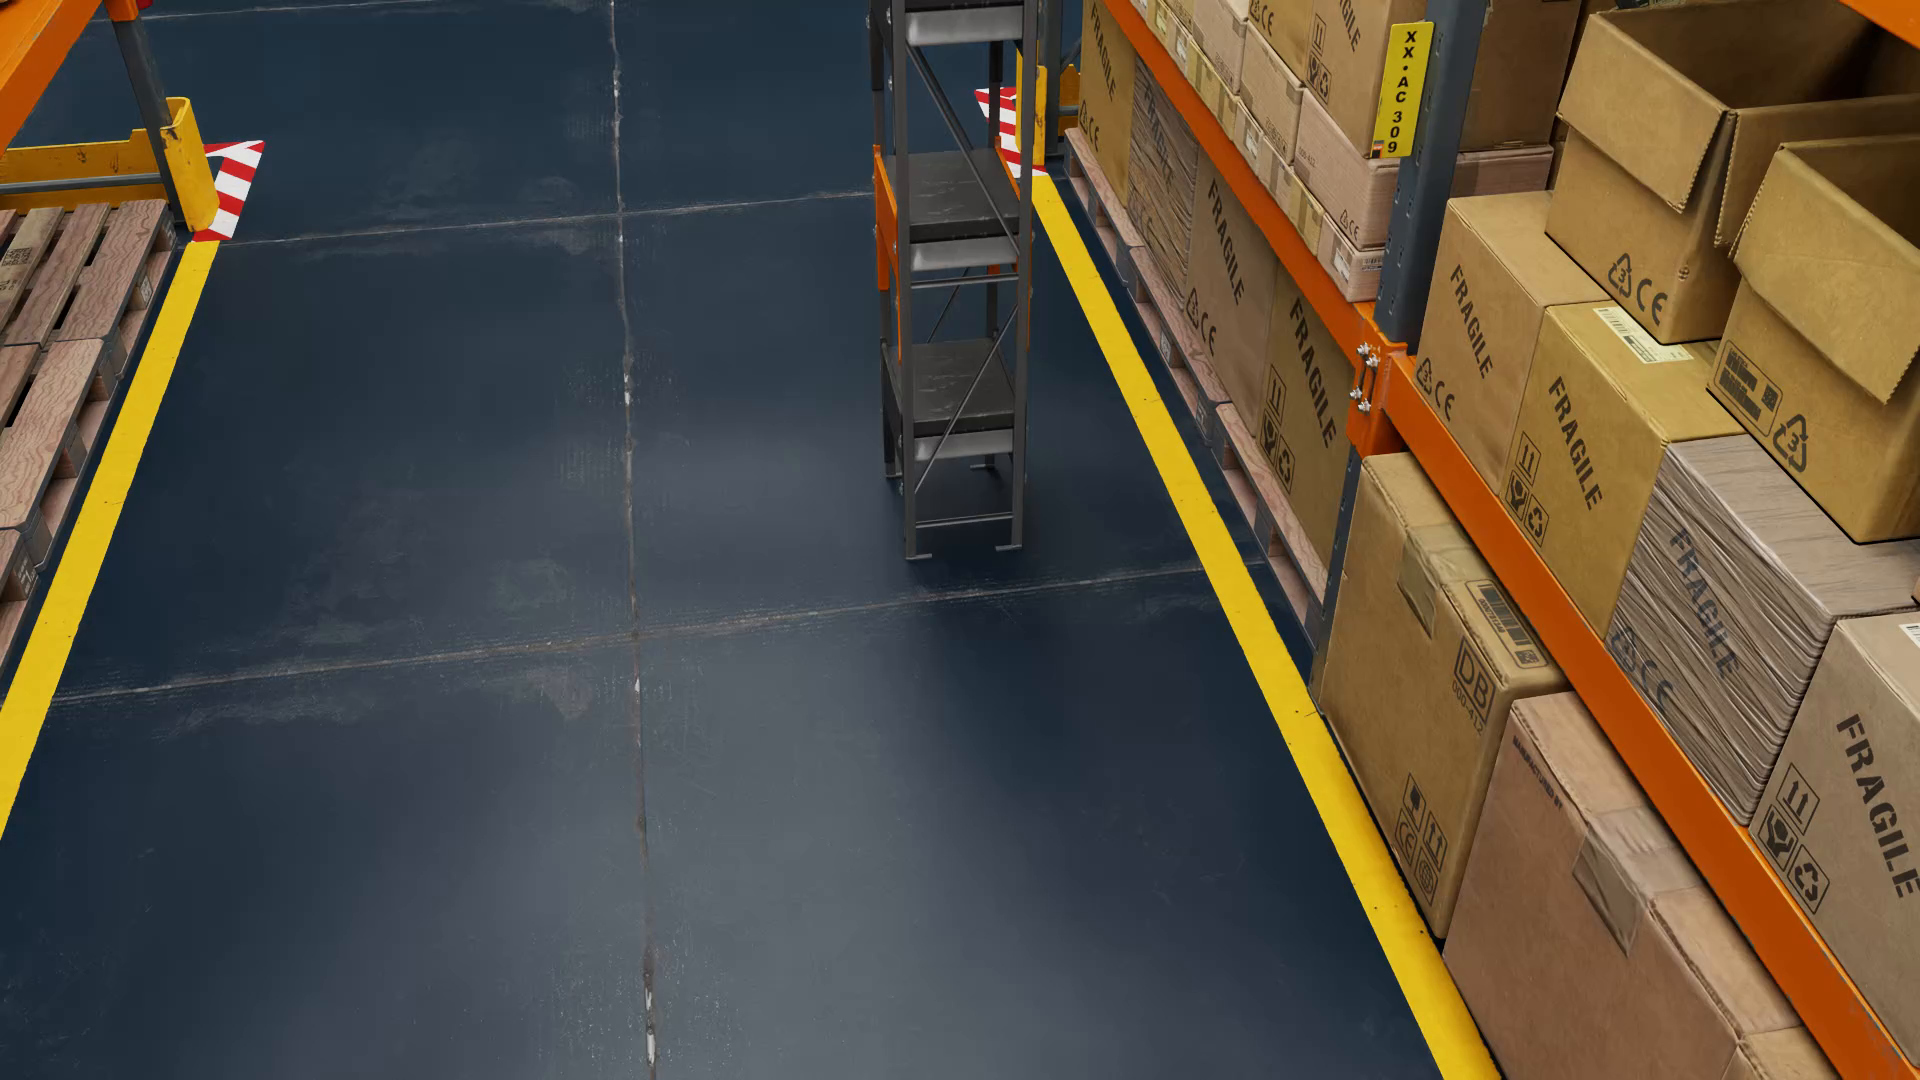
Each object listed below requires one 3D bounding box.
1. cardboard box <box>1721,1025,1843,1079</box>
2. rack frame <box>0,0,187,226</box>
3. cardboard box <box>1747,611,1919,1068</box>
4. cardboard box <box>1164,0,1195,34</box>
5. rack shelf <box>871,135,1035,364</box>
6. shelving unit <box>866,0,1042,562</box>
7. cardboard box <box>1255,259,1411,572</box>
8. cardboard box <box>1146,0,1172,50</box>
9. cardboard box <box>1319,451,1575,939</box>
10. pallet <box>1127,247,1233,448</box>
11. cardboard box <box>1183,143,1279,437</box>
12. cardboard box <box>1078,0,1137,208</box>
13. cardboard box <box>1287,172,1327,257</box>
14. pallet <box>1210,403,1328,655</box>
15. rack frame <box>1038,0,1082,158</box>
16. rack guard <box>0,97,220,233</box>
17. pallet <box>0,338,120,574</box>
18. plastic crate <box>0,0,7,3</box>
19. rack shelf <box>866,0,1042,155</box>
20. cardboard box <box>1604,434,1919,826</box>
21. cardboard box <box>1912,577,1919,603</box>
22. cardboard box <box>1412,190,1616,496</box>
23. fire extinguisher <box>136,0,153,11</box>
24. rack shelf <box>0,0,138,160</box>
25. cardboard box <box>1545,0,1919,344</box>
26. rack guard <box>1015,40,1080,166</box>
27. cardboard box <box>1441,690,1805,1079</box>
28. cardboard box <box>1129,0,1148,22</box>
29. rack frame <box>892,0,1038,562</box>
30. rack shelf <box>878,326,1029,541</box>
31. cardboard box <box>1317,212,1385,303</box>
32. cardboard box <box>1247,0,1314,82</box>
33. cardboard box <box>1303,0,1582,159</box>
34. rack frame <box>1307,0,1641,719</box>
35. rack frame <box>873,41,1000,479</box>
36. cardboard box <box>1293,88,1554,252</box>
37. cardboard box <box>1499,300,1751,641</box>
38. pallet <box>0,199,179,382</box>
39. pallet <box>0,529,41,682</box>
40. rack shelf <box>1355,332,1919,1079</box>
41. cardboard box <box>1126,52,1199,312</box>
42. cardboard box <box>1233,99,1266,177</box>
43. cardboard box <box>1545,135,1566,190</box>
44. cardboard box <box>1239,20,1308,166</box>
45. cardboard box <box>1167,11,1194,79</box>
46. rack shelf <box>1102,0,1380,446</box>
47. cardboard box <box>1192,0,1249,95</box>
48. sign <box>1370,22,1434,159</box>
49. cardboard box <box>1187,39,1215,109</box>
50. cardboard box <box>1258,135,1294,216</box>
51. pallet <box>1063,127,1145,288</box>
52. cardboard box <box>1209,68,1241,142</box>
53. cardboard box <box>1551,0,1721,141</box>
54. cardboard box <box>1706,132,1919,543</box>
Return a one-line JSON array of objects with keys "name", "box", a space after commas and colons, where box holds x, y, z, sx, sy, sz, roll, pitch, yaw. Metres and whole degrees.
[{"name": "cardboard box", "box": [2.029, 1.397, 2.896, 1.225, 0.875, 0.875, -6, 38, -8]}, {"name": "rack frame", "box": [-4.001, -2.617, 6.673, 1.000, 3.000, 0.127, -6, 38, -8]}, {"name": "cardboard box", "box": [1.683, 0.449, 2.646, 0.500, 0.500, 0.500, -6, 38, -7]}, {"name": "cardboard box", "box": [0.972, -1.957, 5.704, 0.500, 0.250, 0.500, -7, 38, -9]}, {"name": "rack shelf", "box": [-0.029, -0.918, 5.243, 0.431, 0.518, 0.480, -6, 38, -8]}, {"name": "shelving unit", "box": [-0.029, -0.929, 5.235, 0.431, 2.100, 0.503, -6, 38, -8]}, {"name": "cardboard box", "box": [1.540, -0.468, 5.296, 0.875, 0.875, 0.875, -6, 38, -8]}, {"name": "cardboard box", "box": [0.884, -1.872, 5.919, 0.380, 0.149, 0.250, -7, 38, -9]}, {"name": "cardboard box", "box": [1.708, 0.324, 4.277, 1.225, 0.875, 0.875, -6, 38, -8]}, {"name": "pallet", "box": [1.303, -0.839, 6.657, 1.003, 0.211, 1.213, -6, 38, -8]}, {"name": "cardboard box", "box": [1.382, -1.011, 5.996, 0.875, 0.875, 0.875, -6, 38, -8]}, {"name": "cardboard box", "box": [1.066, -2.098, 7.396, 0.875, 0.875, 0.875, -6, 38, -8]}, {"name": "cardboard box", "box": [1.155, -0.939, 4.719, 0.380, 0.149, 0.250, -6, 38, -7]}, {"name": "pallet", "box": [1.520, -0.100, 5.707, 1.003, 0.211, 1.213, -6, 38, -8]}, {"name": "rack frame", "box": [0.875, -3.150, 7.359, 1.000, 3.000, 0.127, -6, 38, -8]}, {"name": "rack guard", "box": [-4.018, -1.643, 7.457, 1.175, 0.500, 0.348, -6, 38, -8]}, {"name": "pallet", "box": [-3.684, -0.278, 5.936, 1.003, 0.211, 1.213, -6, 38, -8]}, {"name": "plastic crate", "box": [-3.680, -2.063, 6.127, 0.396, 0.136, 0.243, -6, 38, -8]}, {"name": "rack shelf", "box": [-0.029, -1.471, 4.813, 0.431, 0.518, 0.480, -6, 38, -8]}, {"name": "cardboard box", "box": [1.587, 0.138, 3.046, 0.500, 0.500, 0.500, -7, 38, -9]}, {"name": "cardboard box", "box": [1.930, 0.005, 2.399, 0.797, 0.503, 0.637, -5, 38, -6]}, {"name": "cardboard box", "box": [1.411, -0.468, 3.826, 0.500, 0.500, 0.500, -6, 38, -8]}, {"name": "fire extinguisher", "box": [-3.580, -2.579, 6.992, 0.296, 0.674, 0.183, -6, 38, -8]}, {"name": "rack shelf", "box": [-3.650, -1.125, 5.339, 1.077, 0.370, 4.000, -6, 38, -8]}, {"name": "cardboard box", "box": [1.697, -0.784, 3.415, 0.797, 0.503, 0.637, -7, 38, -9]}, {"name": "rack guard", "box": [0.871, -2.177, 8.145, 1.175, 0.500, 0.348, -6, 38, -8]}, {"name": "cardboard box", "box": [1.866, 0.864, 3.583, 1.225, 0.875, 0.875, -7, 38, -10]}, {"name": "cardboard box", "box": [0.840, -2.024, 6.115, 0.380, 0.149, 0.250, -7, 38, -8]}, {"name": "rack frame", "box": [0.014, -0.782, 5.045, 0.400, 2.100, 0.015, -6, 38, -8]}, {"name": "rack shelf", "box": [-0.029, -0.366, 5.672, 0.431, 0.518, 0.480, -6, 38, -8]}, {"name": "cardboard box", "box": [1.201, -0.783, 4.518, 0.380, 0.149, 0.250, -6, 38, -8]}, {"name": "cardboard box", "box": [1.149, -1.640, 4.684, 0.500, 0.500, 0.500, -6, 38, -7]}, {"name": "cardboard box", "box": [1.233, -1.337, 4.294, 0.500, 0.500, 0.500, -5, 38, -7]}, {"name": "rack frame", "box": [1.576, -0.734, 4.249, 1.000, 3.000, 0.127, -6, 38, -8]}, {"name": "rack frame", "box": [-0.072, -1.077, 5.424, 0.400, 2.100, 0.015, -6, 38, -8]}, {"name": "cardboard box", "box": [1.241, -1.030, 4.511, 0.500, 0.250, 0.500, -7, 38, -9]}, {"name": "cardboard box", "box": [1.500, -0.165, 3.436, 0.500, 0.500, 0.500, -6, 38, -8]}, {"name": "pallet", "box": [-3.895, -1.013, 6.882, 1.003, 0.211, 1.213, -6, 38, -8]}, {"name": "pallet", "box": [-3.467, 0.460, 4.985, 1.003, 0.211, 1.213, -6, 38, -8]}, {"name": "rack shelf", "box": [1.927, 0.759, 2.915, 1.077, 0.370, 4.000, -6, 38, -8]}, {"name": "cardboard box", "box": [1.226, -1.549, 6.688, 0.875, 0.875, 0.875, -6, 38, -8]}, {"name": "cardboard box", "box": [1.065, -1.249, 5.118, 0.380, 0.149, 0.250, -6, 38, -7]}, {"name": "cardboard box", "box": [1.752, -1.104, 4.606, 0.500, 0.250, 0.500, -7, 38, -9]}, {"name": "cardboard box", "box": [1.148, -1.343, 4.913, 0.500, 0.250, 0.500, -5, 38, -7]}, {"name": "cardboard box", "box": [0.931, -1.713, 5.715, 0.380, 0.149, 0.250, -6, 38, -7]}, {"name": "rack shelf", "box": [1.226, -1.657, 6.025, 1.077, 0.370, 4.000, -6, 38, -8]}, {"name": "cardboard box", "box": [1.058, -1.651, 5.310, 0.500, 0.250, 0.500, -5, 38, -7]}, {"name": "sign", "box": [1.030, -1.046, 3.881, 0.100, 0.325, 0.005, -6, 38, -8]}, {"name": "cardboard box", "box": [0.975, -1.559, 5.517, 0.380, 0.149, 0.250, -7, 38, -9]}, {"name": "cardboard box", "box": [1.110, -1.094, 4.918, 0.380, 0.149, 0.250, -7, 38, -9]}, {"name": "pallet", "box": [1.092, -1.574, 7.604, 1.003, 0.211, 1.213, -6, 38, -8]}, {"name": "cardboard box", "box": [1.020, -1.405, 5.318, 0.380, 0.149, 0.250, -6, 38, -7]}, {"name": "cardboard box", "box": [1.744, -1.405, 4.382, 0.500, 0.500, 0.500, -6, 38, -8]}, {"name": "cardboard box", "box": [1.805, -0.369, 2.880, 0.797, 0.503, 0.637, -6, 38, -7]}]
